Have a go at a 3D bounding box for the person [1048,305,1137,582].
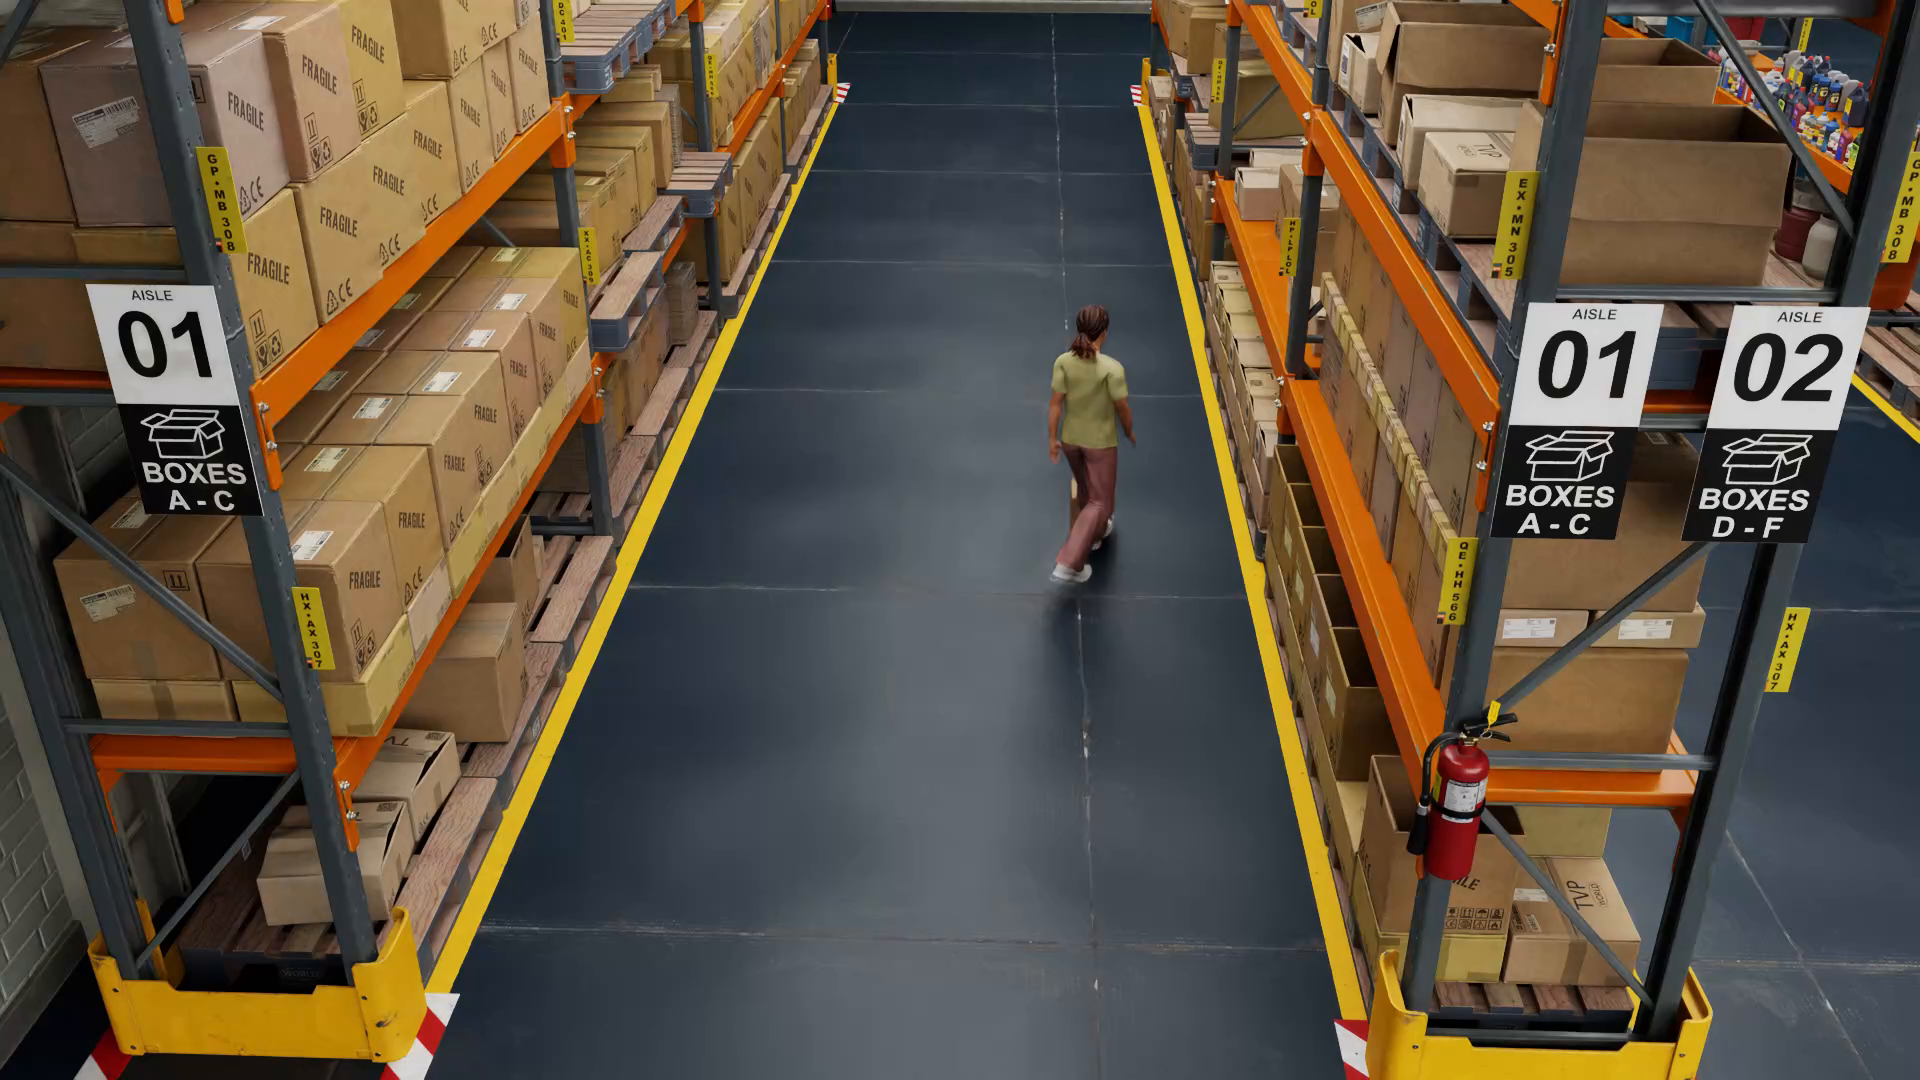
[{"bbox_3d":[0.760,-0.573,9.696,0.451,1.642,0.962,17,32,29],"label":"person"}]
